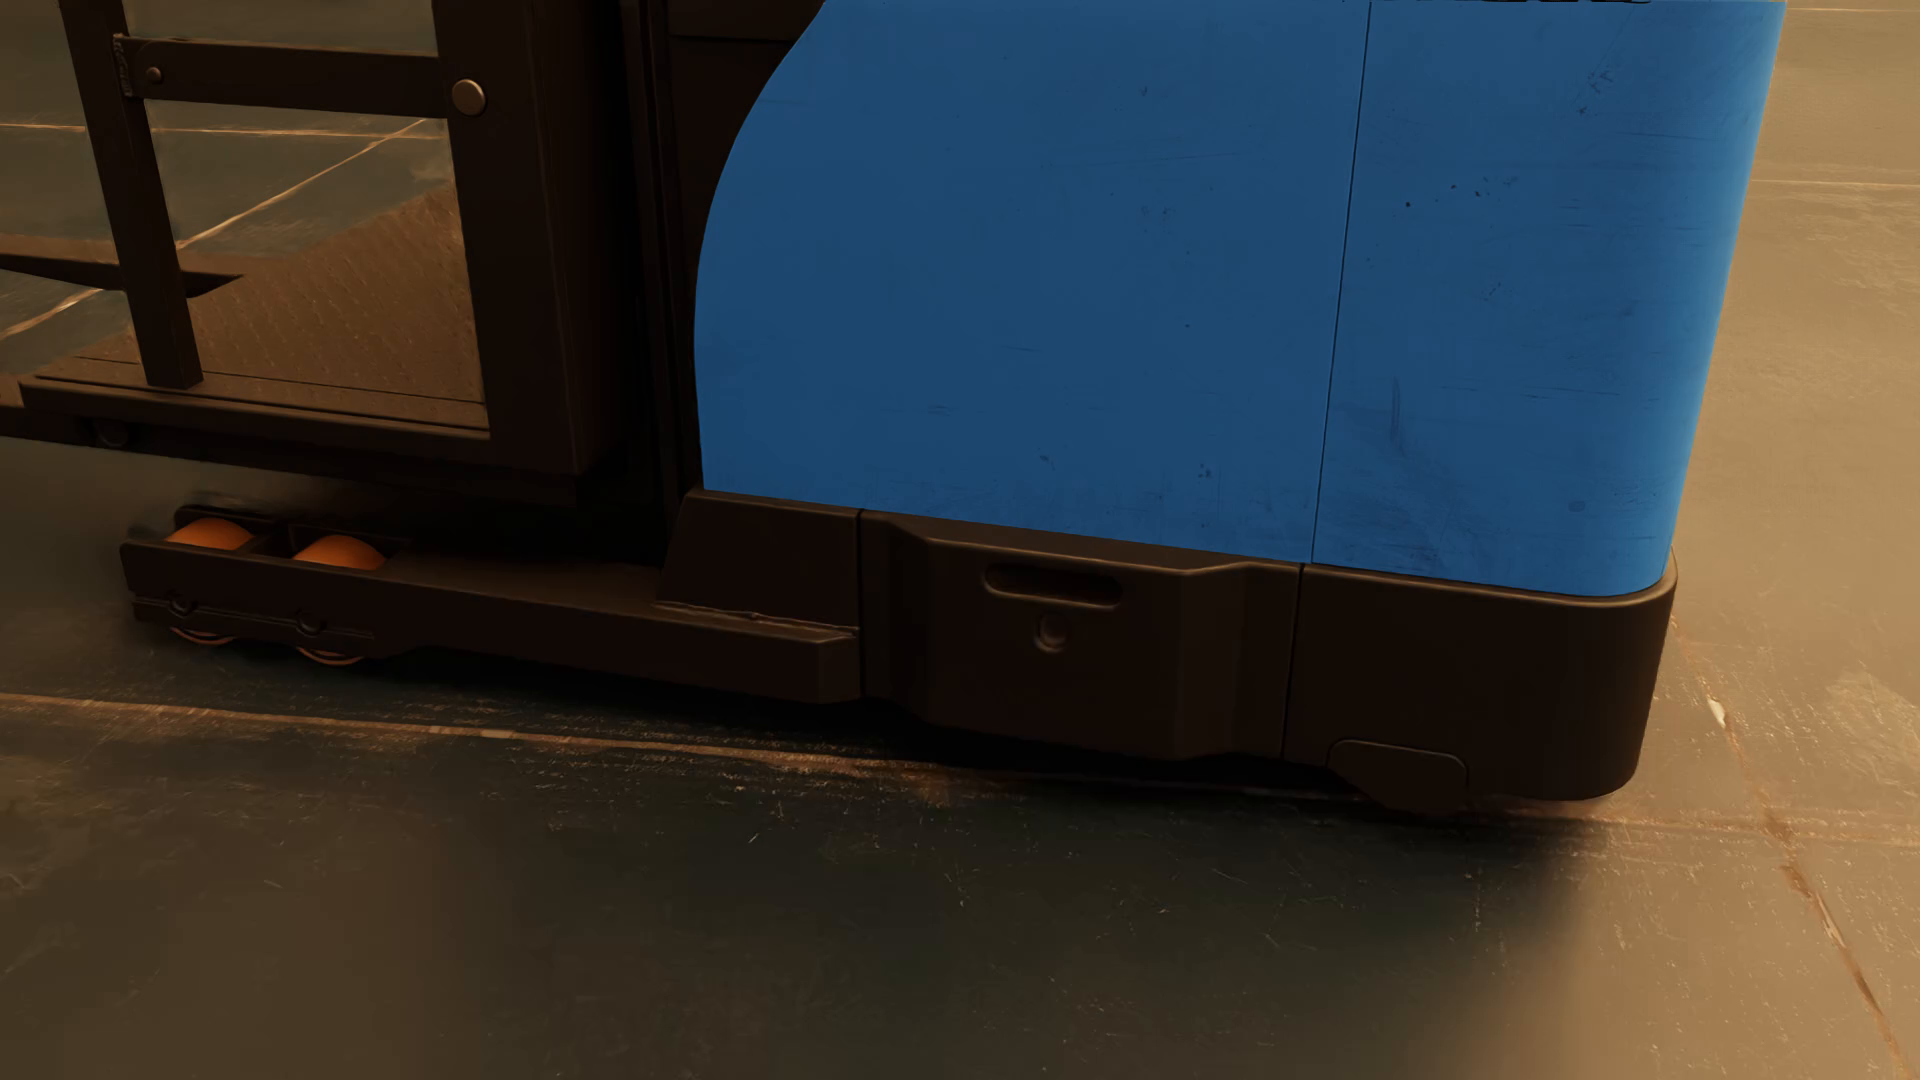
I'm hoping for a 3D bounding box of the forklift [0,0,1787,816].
[{"bbox_3d":[-0.593,-1.365,1.953,3.031,2.935,1.130,7,27,14],"label":"forklift"}]
